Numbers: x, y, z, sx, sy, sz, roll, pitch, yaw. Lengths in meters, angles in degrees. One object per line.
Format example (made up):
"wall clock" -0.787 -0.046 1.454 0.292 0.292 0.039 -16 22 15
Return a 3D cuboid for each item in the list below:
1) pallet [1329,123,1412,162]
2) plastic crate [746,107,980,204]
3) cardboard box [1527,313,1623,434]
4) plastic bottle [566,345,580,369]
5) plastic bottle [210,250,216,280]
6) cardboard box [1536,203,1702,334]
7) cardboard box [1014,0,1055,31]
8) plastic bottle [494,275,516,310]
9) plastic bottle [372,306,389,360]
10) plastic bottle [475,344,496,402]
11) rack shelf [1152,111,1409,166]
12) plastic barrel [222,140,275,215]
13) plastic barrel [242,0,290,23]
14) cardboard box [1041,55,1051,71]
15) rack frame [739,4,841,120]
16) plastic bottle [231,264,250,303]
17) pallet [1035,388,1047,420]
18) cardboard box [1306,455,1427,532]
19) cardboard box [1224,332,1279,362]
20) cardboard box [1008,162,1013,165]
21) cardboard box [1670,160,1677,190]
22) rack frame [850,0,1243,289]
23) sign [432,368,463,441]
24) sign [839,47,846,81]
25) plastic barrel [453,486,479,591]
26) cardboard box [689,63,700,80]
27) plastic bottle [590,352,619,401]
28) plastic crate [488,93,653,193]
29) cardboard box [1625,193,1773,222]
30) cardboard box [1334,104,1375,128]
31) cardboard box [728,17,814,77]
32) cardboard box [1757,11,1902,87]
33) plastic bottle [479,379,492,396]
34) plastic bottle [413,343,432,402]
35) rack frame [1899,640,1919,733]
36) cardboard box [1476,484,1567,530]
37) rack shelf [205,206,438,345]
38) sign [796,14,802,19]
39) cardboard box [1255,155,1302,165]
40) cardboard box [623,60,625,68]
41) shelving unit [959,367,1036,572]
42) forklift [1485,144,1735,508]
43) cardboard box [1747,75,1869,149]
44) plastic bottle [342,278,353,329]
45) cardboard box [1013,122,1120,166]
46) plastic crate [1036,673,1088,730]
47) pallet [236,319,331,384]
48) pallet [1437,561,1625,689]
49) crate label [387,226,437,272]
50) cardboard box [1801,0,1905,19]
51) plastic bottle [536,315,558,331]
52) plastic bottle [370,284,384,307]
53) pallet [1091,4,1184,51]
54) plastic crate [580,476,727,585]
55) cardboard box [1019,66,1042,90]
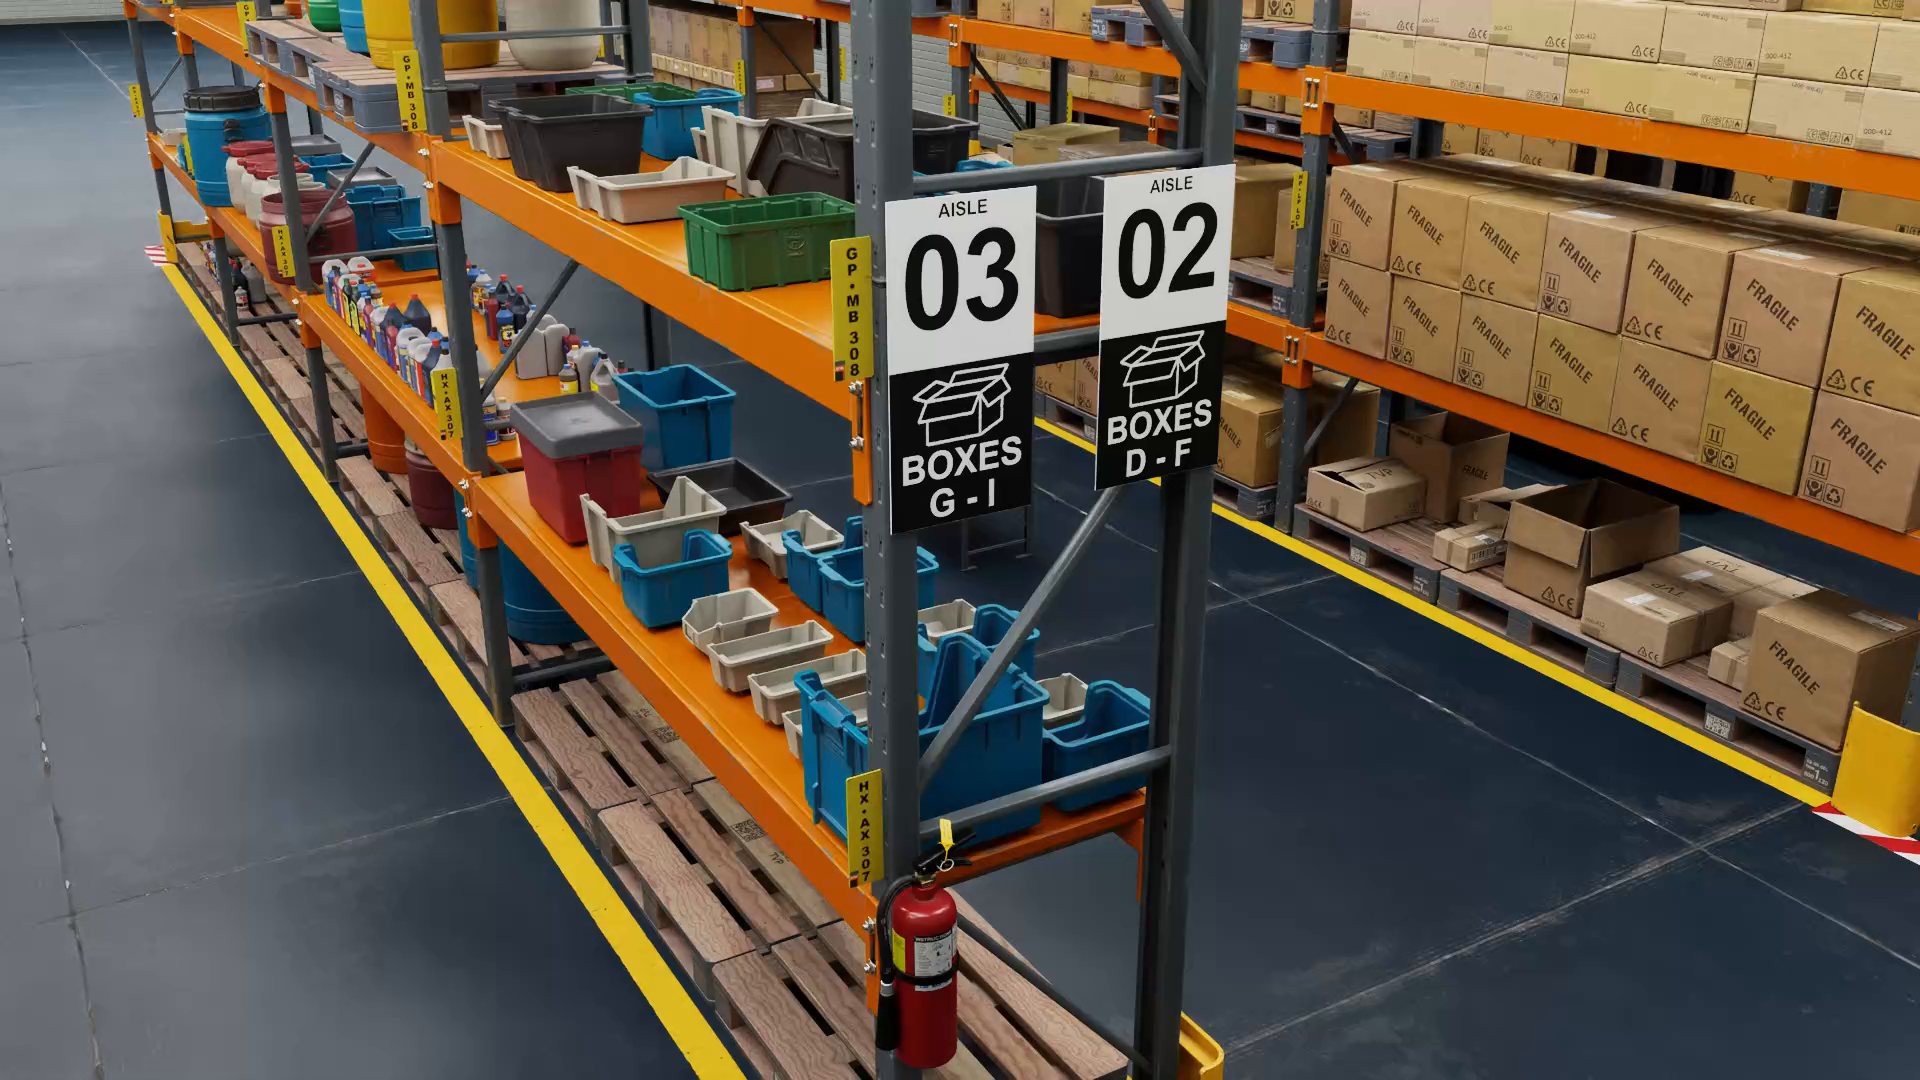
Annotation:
"pallet" 4.196 -3.907 16.195 1.213 0.211 1.003 -13 25 -28
"plastic crate" -0.323 -1.199 5.376 0.504 0.338 0.767 -13 25 -28
"cardboard box" 3.243 -0.874 8.346 0.500 0.500 0.500 -13 25 -29
"plastic bottle" -2.053 -0.941 8.906 0.097 0.201 0.097 0 22 0
"plastic bottle" -7.068 -2.620 15.812 0.097 0.271 0.097 0 22 0
"cardboard box" 3.228 -1.339 8.163 0.500 0.500 0.500 -12 25 -27
"cardboard box" 0.907 -3.968 11.974 0.910 0.500 0.500 -13 25 -28
"plastic bottle" -2.663 -1.379 9.786 0.144 0.351 0.185 -13 25 -28
"plastic bottle" -3.214 -1.172 9.375 0.152 0.276 0.135 -13 25 -28
"plastic bottle" -2.449 -0.825 8.423 0.144 0.351 0.185 -13 25 -28
"rack shelf" 3.630 -4.100 17.370 1.077 0.370 4.000 -13 25 -28
"plastic barrel" -5.609 -2.886 13.248 0.433 0.535 0.433 0 22 0
"plastic barrel" -4.716 -3.573 11.318 0.301 0.262 0.301 0 22 0
"cardboard box" 1.327 -5.955 20.156 0.500 0.500 0.500 -12 25 -27
"rack frame" -1.649 -4.127 16.481 1.000 3.000 0.127 -13 25 -28
"plastic bottle" -6.486 -2.305 14.932 0.144 0.351 0.185 -13 26 -30
"pallet" 0.744 -1.291 13.208 1.003 0.211 1.213 -13 25 -28
"cardboard box" 2.466 -0.318 10.096 0.500 0.311 0.500 -13 25 -28
"cardboard box" 1.890 -1.457 11.653 0.500 0.250 0.500 -13 25 -28
"cardboard box" 0.246 -2.917 13.622 0.500 0.311 0.500 -11 25 -25
"cardboard box" 5.973 -2.949 13.028 0.500 0.500 0.500 -12 25 -28
"rack frame" 0.221 -2.070 3.453 1.000 3.000 0.127 -13 25 -28
"sign" -2.296 -0.609 7.457 0.100 0.325 0.005 -13 25 -28
"sign" -1.187 -4.734 16.542 0.100 0.325 0.005 -13 25 -28
"plastic barrel" -2.447 -0.217 9.090 0.600 0.901 0.708 -13 25 -28
"cardboard box" -2.619 -4.932 17.467 0.380 0.149 0.250 -12 25 -27
"plastic bottle" -1.744 -0.752 8.244 0.144 0.351 0.185 -13 25 -28
"plastic crate" -1.423 -1.460 6.109 0.497 0.269 0.590 -13 25 -28
"cardboard box" 3.696 -1.441 8.412 0.500 0.500 0.500 -13 25 -29
"cardboard box" 4.094 -4.362 16.342 0.700 0.500 0.500 -15 27 -33
"cardboard box" -1.881 -4.916 16.568 0.700 0.500 0.500 -12 25 -28
"cardboard box" 3.744 -2.073 6.980 0.500 0.250 0.500 -13 25 -28
"plastic bottle" -2.390 -0.707 8.331 0.097 0.201 0.097 0 22 0
"plastic bottle" -2.746 -0.875 8.645 0.152 0.276 0.135 -13 25 -28
"rack frame" 4.481 -0.242 6.924 1.000 3.000 0.127 -13 25 -28
"cardboard box" 3.356 -0.123 9.616 0.500 0.311 0.500 -13 25 -28
"rack shelf" -4.887 -2.194 12.682 1.077 0.370 4.000 -13 25 -28
"sign" -2.822 -9.280 29.112 0.001 0.329 0.234 -13 25 -28
"cardboard box" 3.495 -3.929 17.734 0.500 0.250 0.500 -13 26 -30
"cardboard box" -3.464 -5.314 19.270 0.700 0.500 0.500 -13 25 -28
"shelving unit" -0.044 -0.722 10.097 0.538 1.500 1.048 -13 25 -28
"forklift" 4.399 -2.076 11.527 1.130 2.935 3.031 -12 25 -27
"cardboard box" 3.746 -1.842 7.075 0.500 0.250 0.500 -13 25 -28
"plastic bottle" -3.657 -1.422 9.982 0.061 0.283 0.133 -13 25 -28
"cardboard box" 0.813 -2.891 12.749 0.500 0.500 0.700 17 28 36
"plastic crate" 0.285 0.541 5.268 0.250 0.136 0.298 -13 25 -28
"pallet" -5.474 -1.637 14.058 1.003 0.211 1.213 -13 25 -28
"pallet" 3.415 0.373 9.114 1.003 0.211 1.213 -13 25 -28
"crate label" -3.759 -2.011 11.498 0.303 0.233 0.416 -13 25 -28
"cardboard box" 4.022 -2.483 6.991 0.700 0.500 0.500 -13 25 -28
"plastic bottle" -2.323 -1.126 9.263 0.152 0.276 0.135 -13 25 -28
"plastic bottle" -3.588 -1.466 10.199 0.097 0.201 0.097 0 22 0
"pallet" 1.633 -3.399 10.957 1.213 0.211 1.003 -13 25 -28
"plastic crate" -1.201 -0.029 6.476 0.437 0.282 0.530 -13 25 -28
"cardboard box" 1.074 -5.765 20.684 0.500 0.250 0.500 -13 26 -29
